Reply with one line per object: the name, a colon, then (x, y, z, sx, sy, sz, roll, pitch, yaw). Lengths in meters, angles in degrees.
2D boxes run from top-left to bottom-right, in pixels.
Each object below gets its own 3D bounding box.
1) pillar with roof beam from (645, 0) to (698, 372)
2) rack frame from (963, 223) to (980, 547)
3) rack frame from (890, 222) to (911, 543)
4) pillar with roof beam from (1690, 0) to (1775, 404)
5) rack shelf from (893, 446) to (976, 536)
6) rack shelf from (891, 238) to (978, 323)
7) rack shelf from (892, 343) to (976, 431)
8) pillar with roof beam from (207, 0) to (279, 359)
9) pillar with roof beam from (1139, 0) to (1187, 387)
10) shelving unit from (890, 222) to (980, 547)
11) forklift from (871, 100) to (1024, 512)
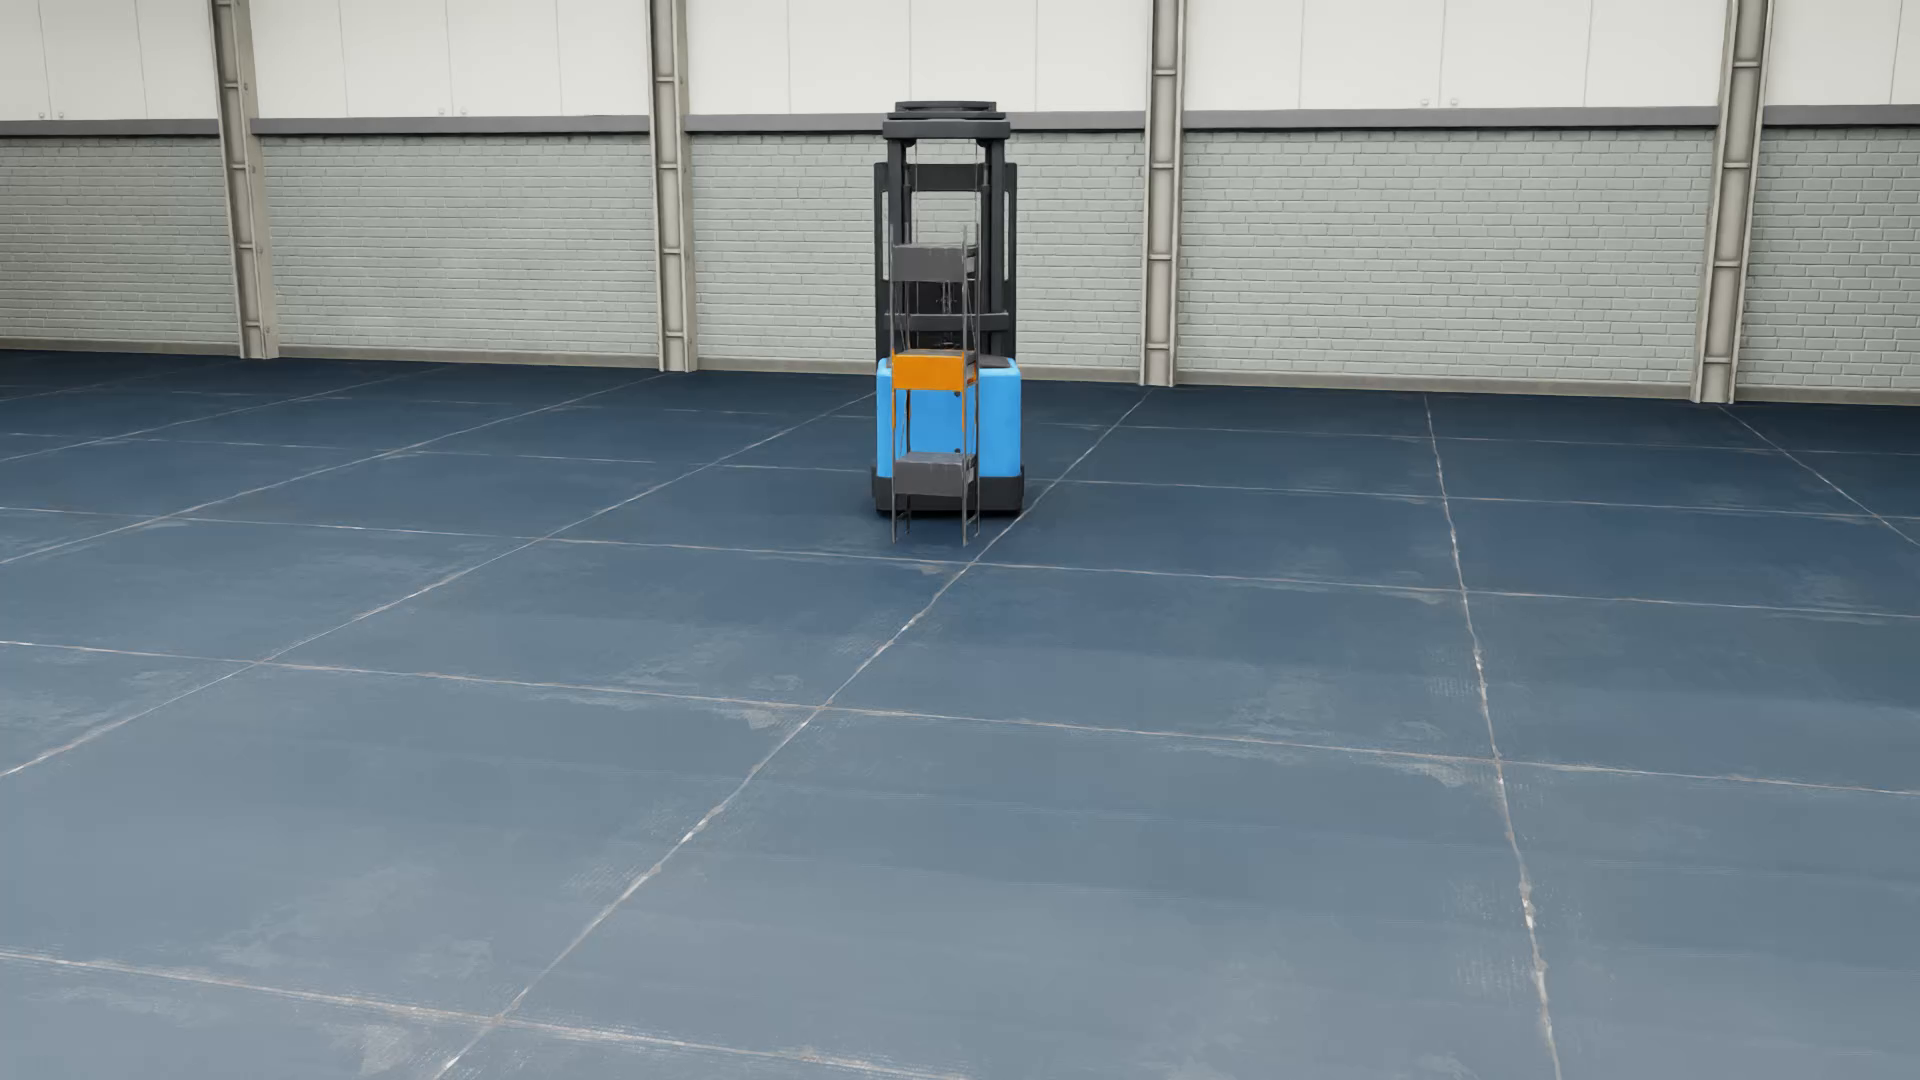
pillar with roof beam: (-4.548, -5.612, 15.751, 0.400, 9.000, 9.100, 3, 13, 14)
rack frame: (0.076, -1.021, 10.988, 0.015, 2.100, 0.400, 3, 13, 14)
rack frame: (-0.398, -1.046, 11.102, 0.015, 2.100, 0.400, 3, 13, 14)
pillar with roof beam: (7.102, -4.989, 12.945, 0.400, 9.000, 9.100, 3, 13, 14)
rack shelf: (-0.161, -0.337, 11.200, 0.480, 0.518, 0.431, 3, 13, 14)
rack shelf: (-0.161, -1.704, 10.896, 0.480, 0.518, 0.431, 3, 13, 14)
rack shelf: (-0.161, -1.020, 11.048, 0.480, 0.518, 0.431, 3, 13, 14)
pillar with roof beam: (-10.373, -5.923, 17.155, 0.400, 9.000, 9.100, 3, 13, 14)
pillar with roof beam: (1.277, -5.300, 14.348, 0.400, 9.000, 9.100, 3, 13, 14)
shelving unit: (-0.161, -1.034, 11.045, 0.503, 2.100, 0.431, 3, 13, 14)
forklift: (-0.118, -1.899, 13.026, 1.130, 2.935, 3.031, 0, 13, -2)
